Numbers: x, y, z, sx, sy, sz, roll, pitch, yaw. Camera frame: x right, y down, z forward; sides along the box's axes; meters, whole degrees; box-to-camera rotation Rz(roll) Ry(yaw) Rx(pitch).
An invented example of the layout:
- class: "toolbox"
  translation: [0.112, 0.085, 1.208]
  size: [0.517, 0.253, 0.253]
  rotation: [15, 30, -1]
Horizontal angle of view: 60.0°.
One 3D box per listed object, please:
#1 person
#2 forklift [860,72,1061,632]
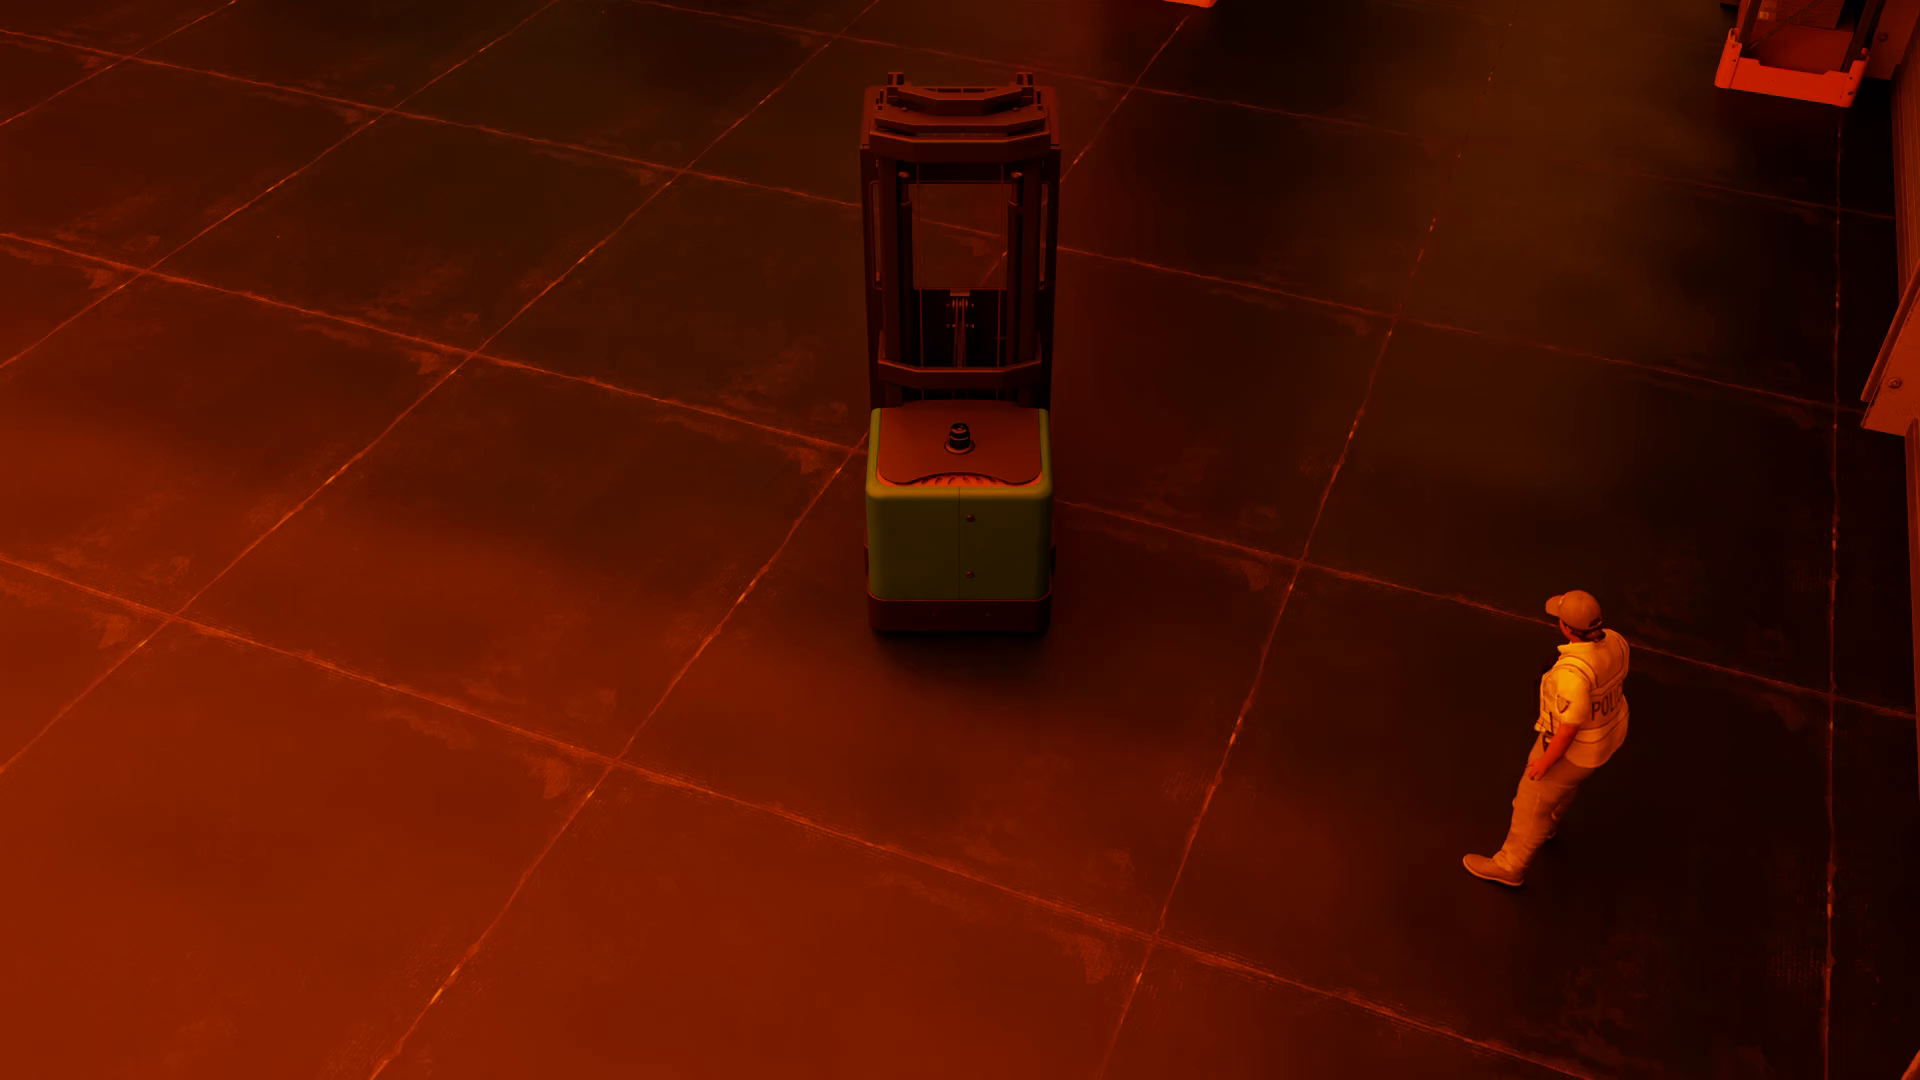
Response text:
- class: "person"
  translation: [2.843, 0.930, 7.890]
  size: [0.653, 1.666, 0.505]
  rotation: [-32, 49, -32]
- class: "forklift"
  translation: [0.002, -1.515, 9.816]
  size: [1.130, 2.935, 3.031]
  rotation: [0, 40, 0]
